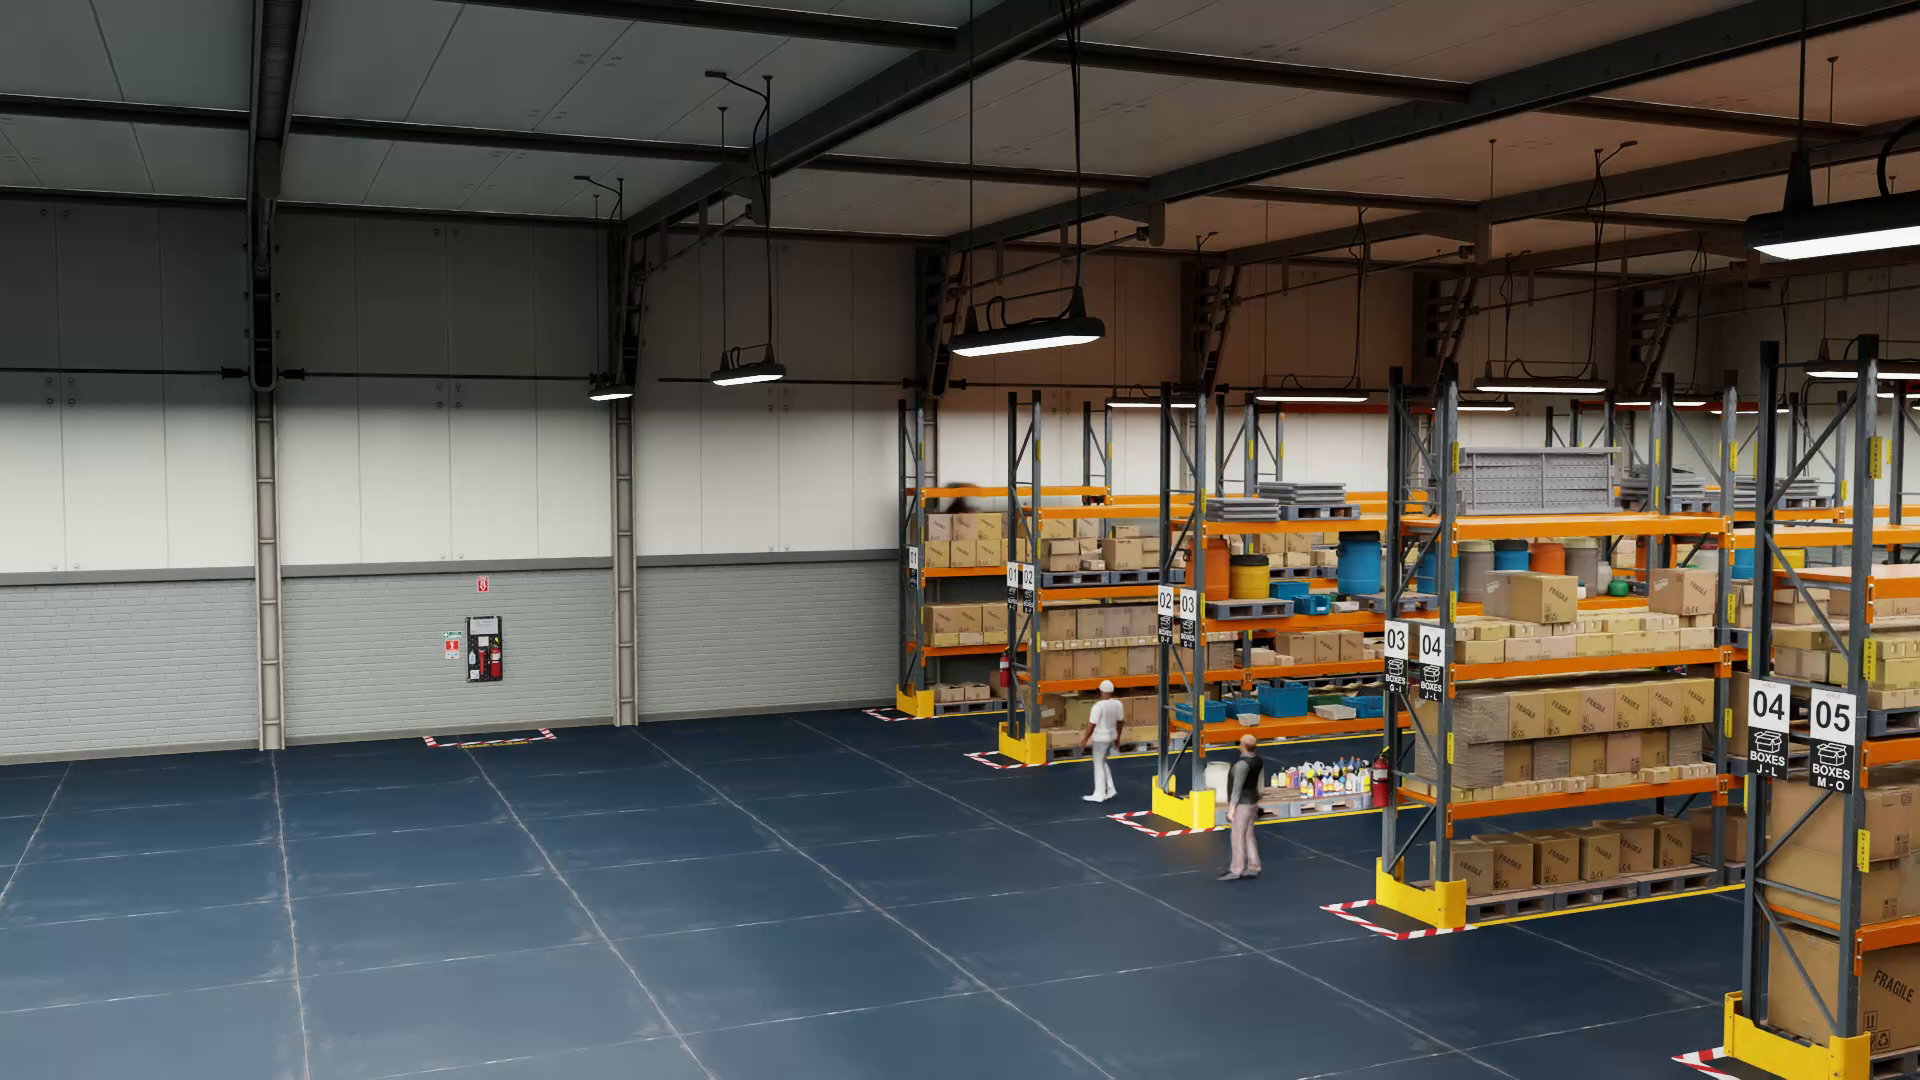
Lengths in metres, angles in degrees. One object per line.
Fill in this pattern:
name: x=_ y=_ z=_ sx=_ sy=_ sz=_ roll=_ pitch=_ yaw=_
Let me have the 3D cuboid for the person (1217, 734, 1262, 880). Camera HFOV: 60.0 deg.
person: x=3.318 y=3.160 z=19.710 sx=0.522 sy=1.729 sz=0.547 roll=1 pitch=3 yaw=13

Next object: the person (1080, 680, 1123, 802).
person: x=2.049 y=2.904 z=23.938 sx=0.511 sy=1.805 sz=0.602 roll=2 pitch=4 yaw=35
